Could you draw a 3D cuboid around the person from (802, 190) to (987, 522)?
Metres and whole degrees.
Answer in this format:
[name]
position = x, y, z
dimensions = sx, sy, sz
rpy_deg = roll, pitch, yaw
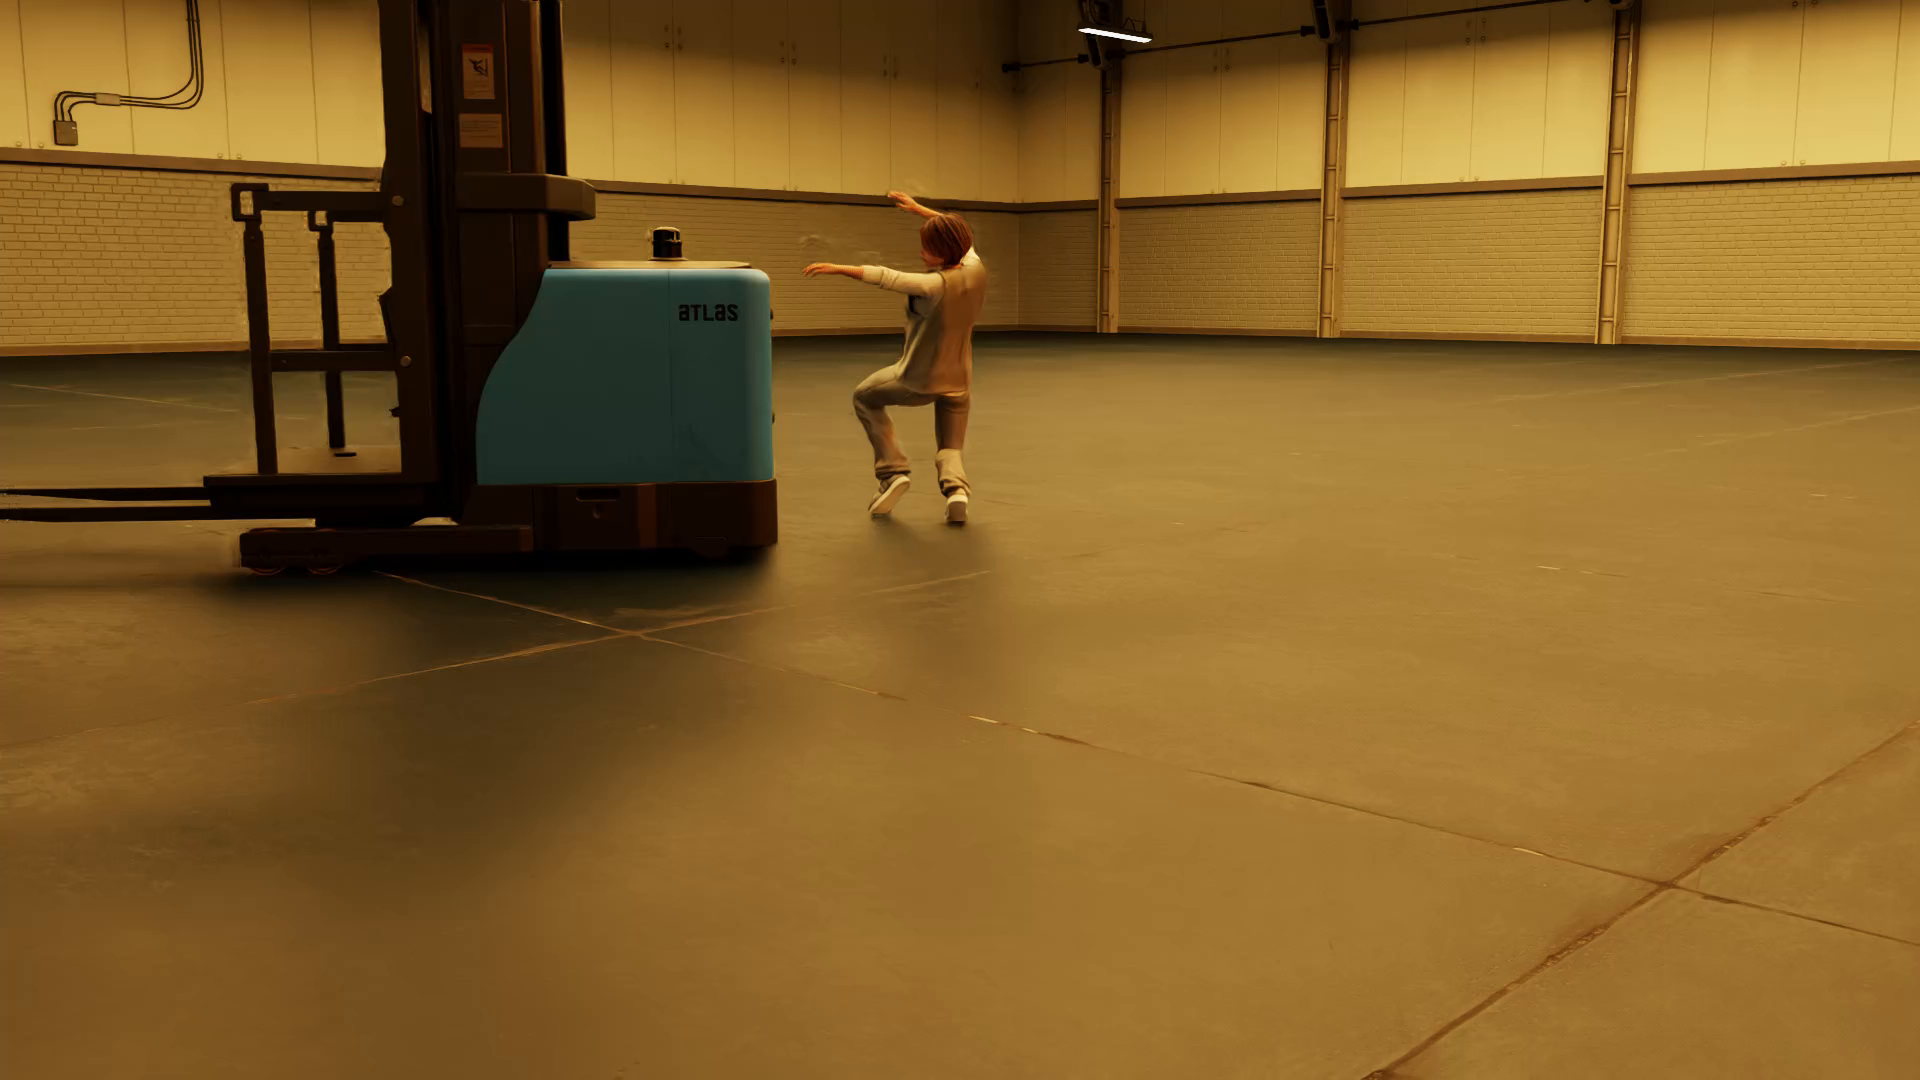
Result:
[person]
position = -0.372, -0.731, 7.182
dimensions = 0.943, 1.350, 0.766
rpy_deg = -5, 10, -31

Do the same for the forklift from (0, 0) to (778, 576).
[forklift]
position = -2.233, -1.406, 6.208
dimensions = 3.031, 2.935, 1.130
rpy_deg = -1, 9, -7
